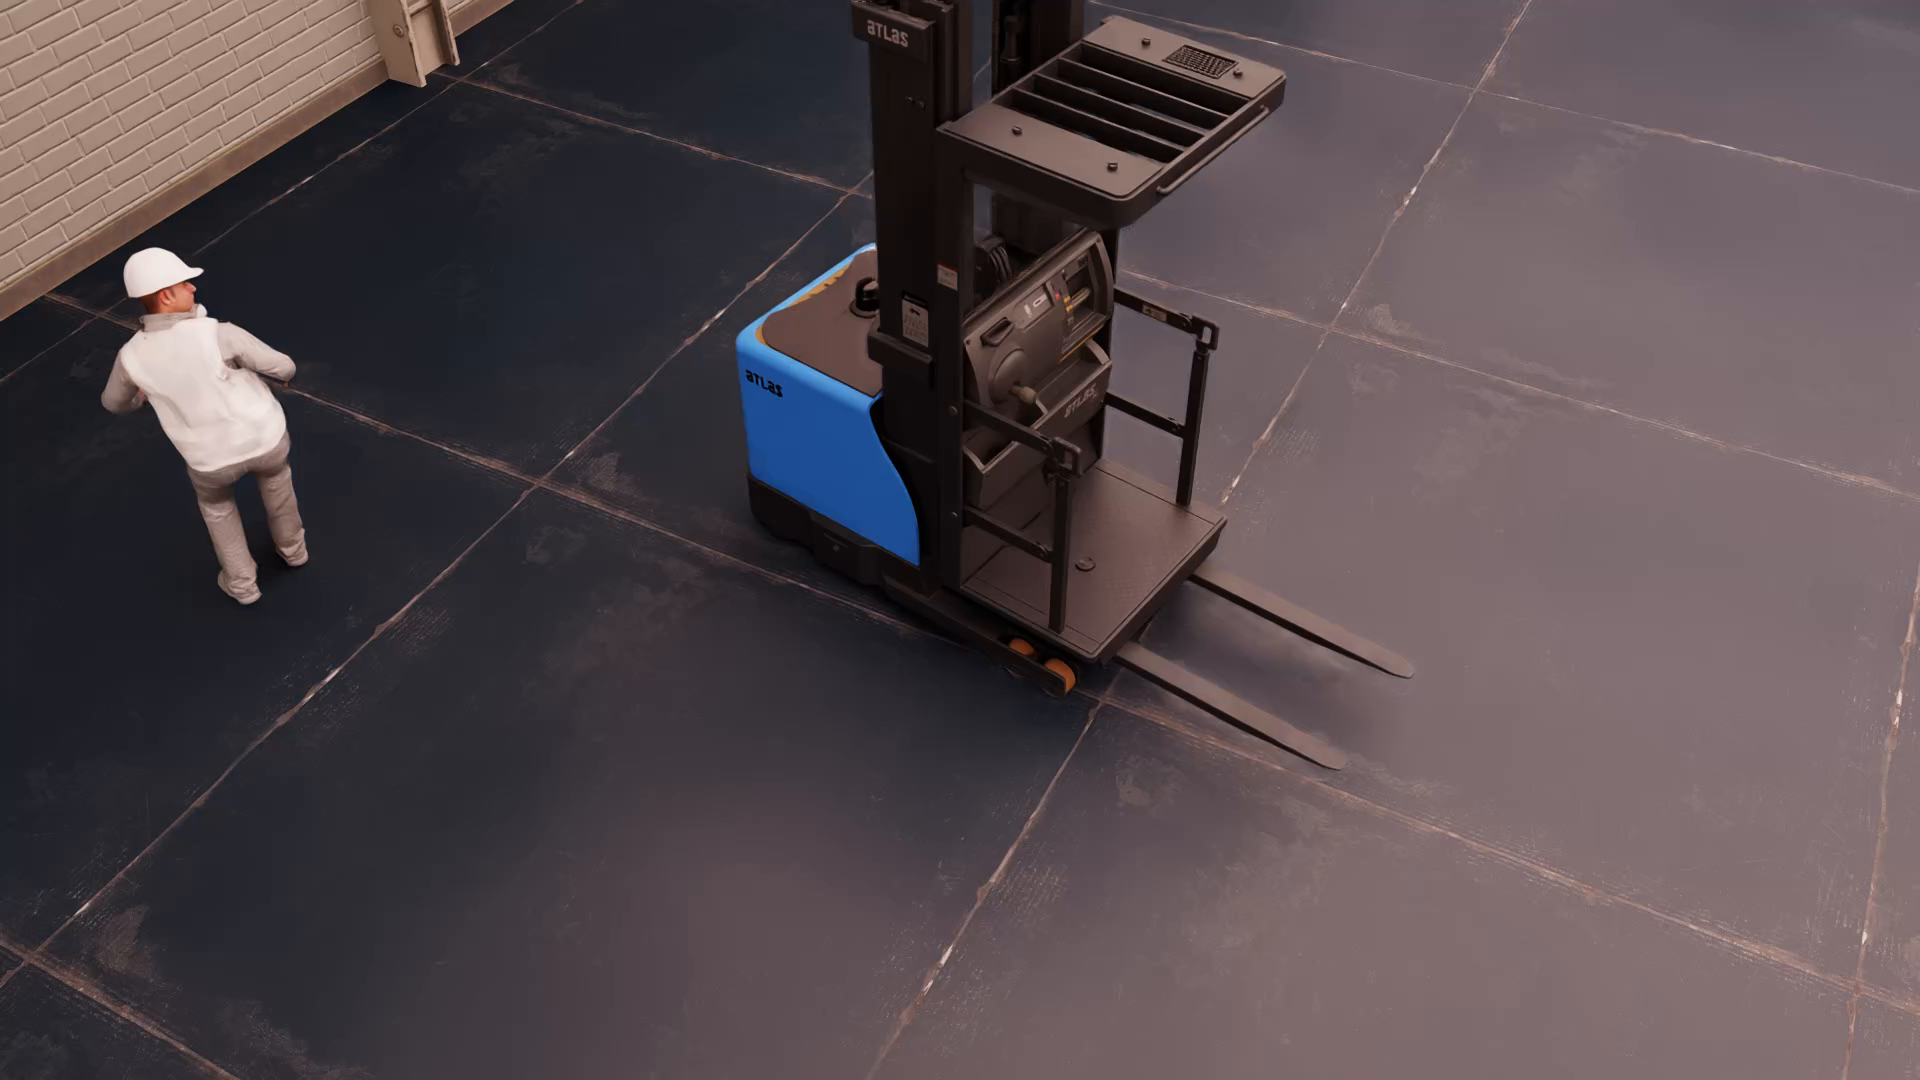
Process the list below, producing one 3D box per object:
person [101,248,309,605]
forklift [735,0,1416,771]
[{"bbox_3d":[-3.175,-0.494,7.103,0.762,1.729,0.635,-17,46,-17],"label":"person"},{"bbox_3d":[0.487,-0.815,6.518,3.031,2.935,1.130,28,50,26],"label":"forklift"}]
